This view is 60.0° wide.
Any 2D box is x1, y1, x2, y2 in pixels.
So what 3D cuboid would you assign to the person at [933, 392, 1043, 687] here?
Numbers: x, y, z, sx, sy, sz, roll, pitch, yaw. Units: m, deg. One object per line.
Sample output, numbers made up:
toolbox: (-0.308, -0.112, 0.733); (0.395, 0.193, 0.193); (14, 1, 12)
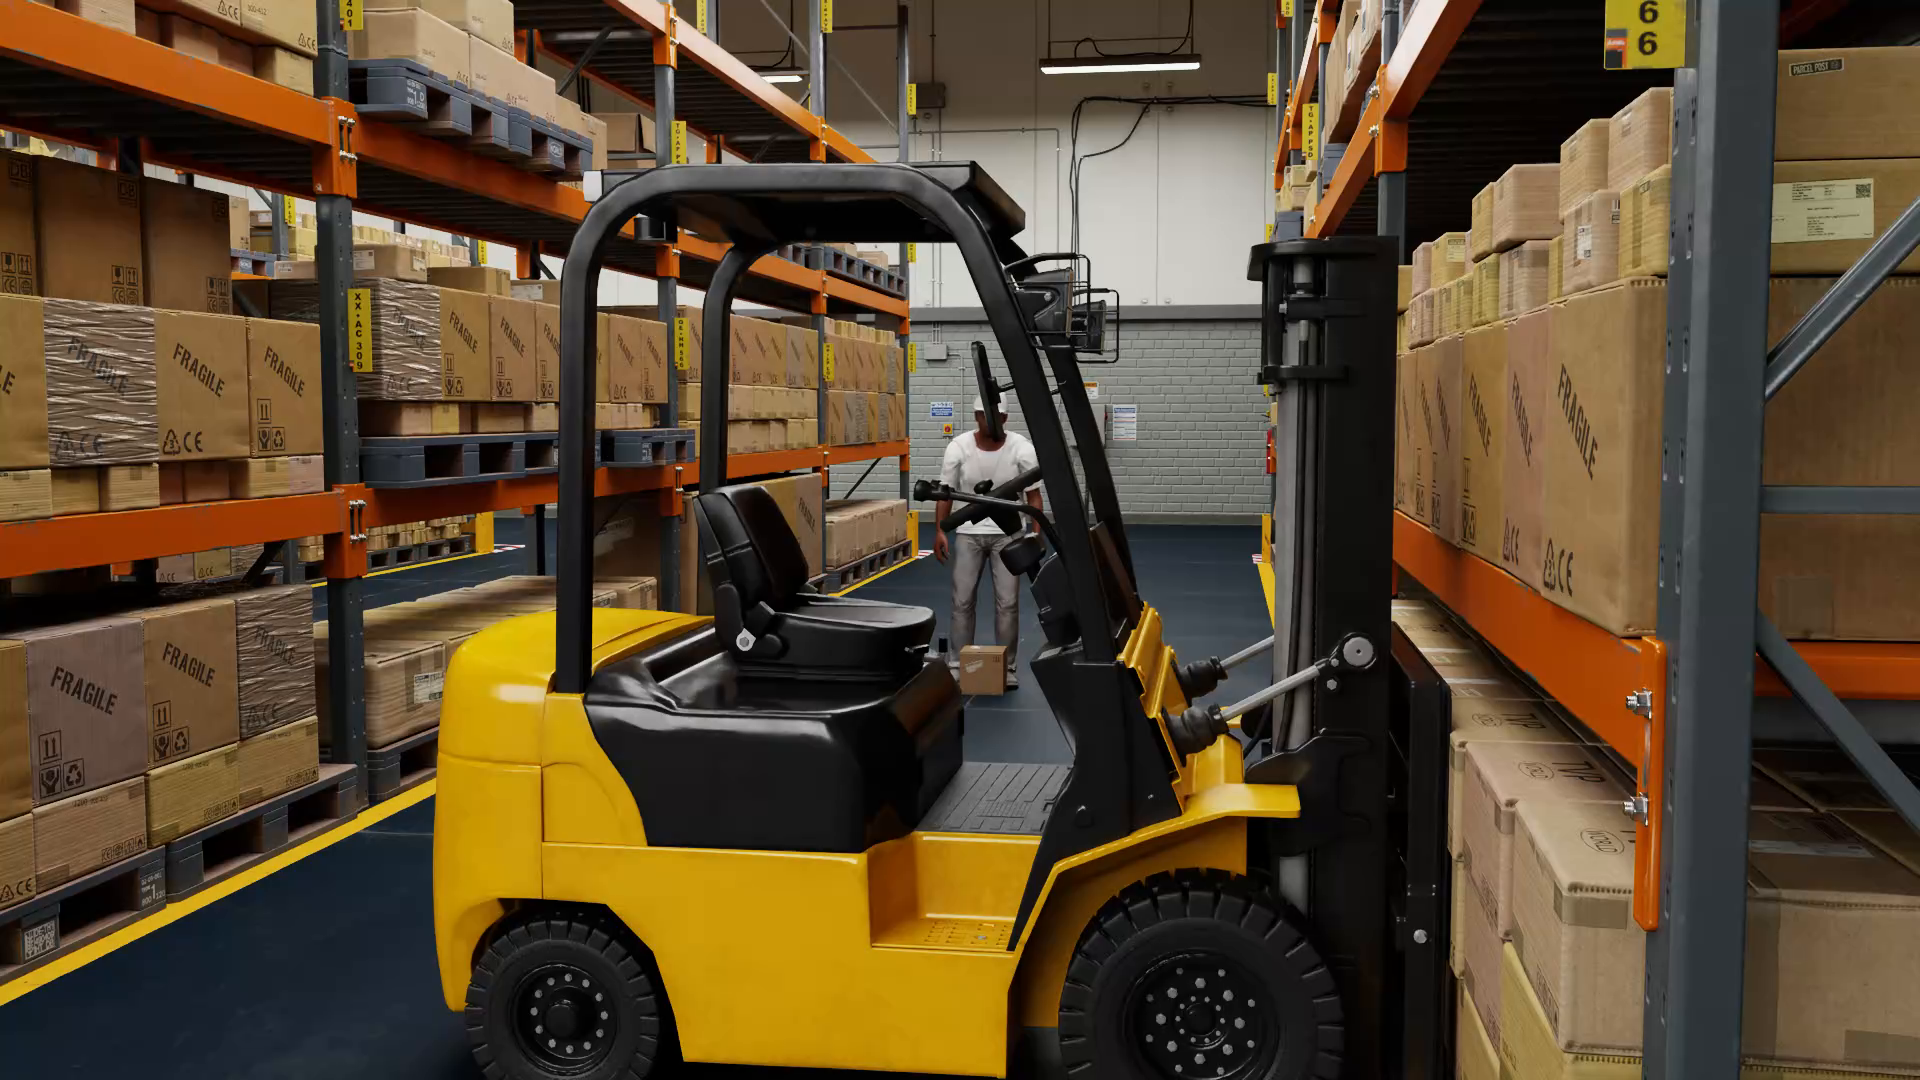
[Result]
person: (0.165, -0.017, 9.754); (0.638, 1.761, 0.459); (1, 4, 7)
